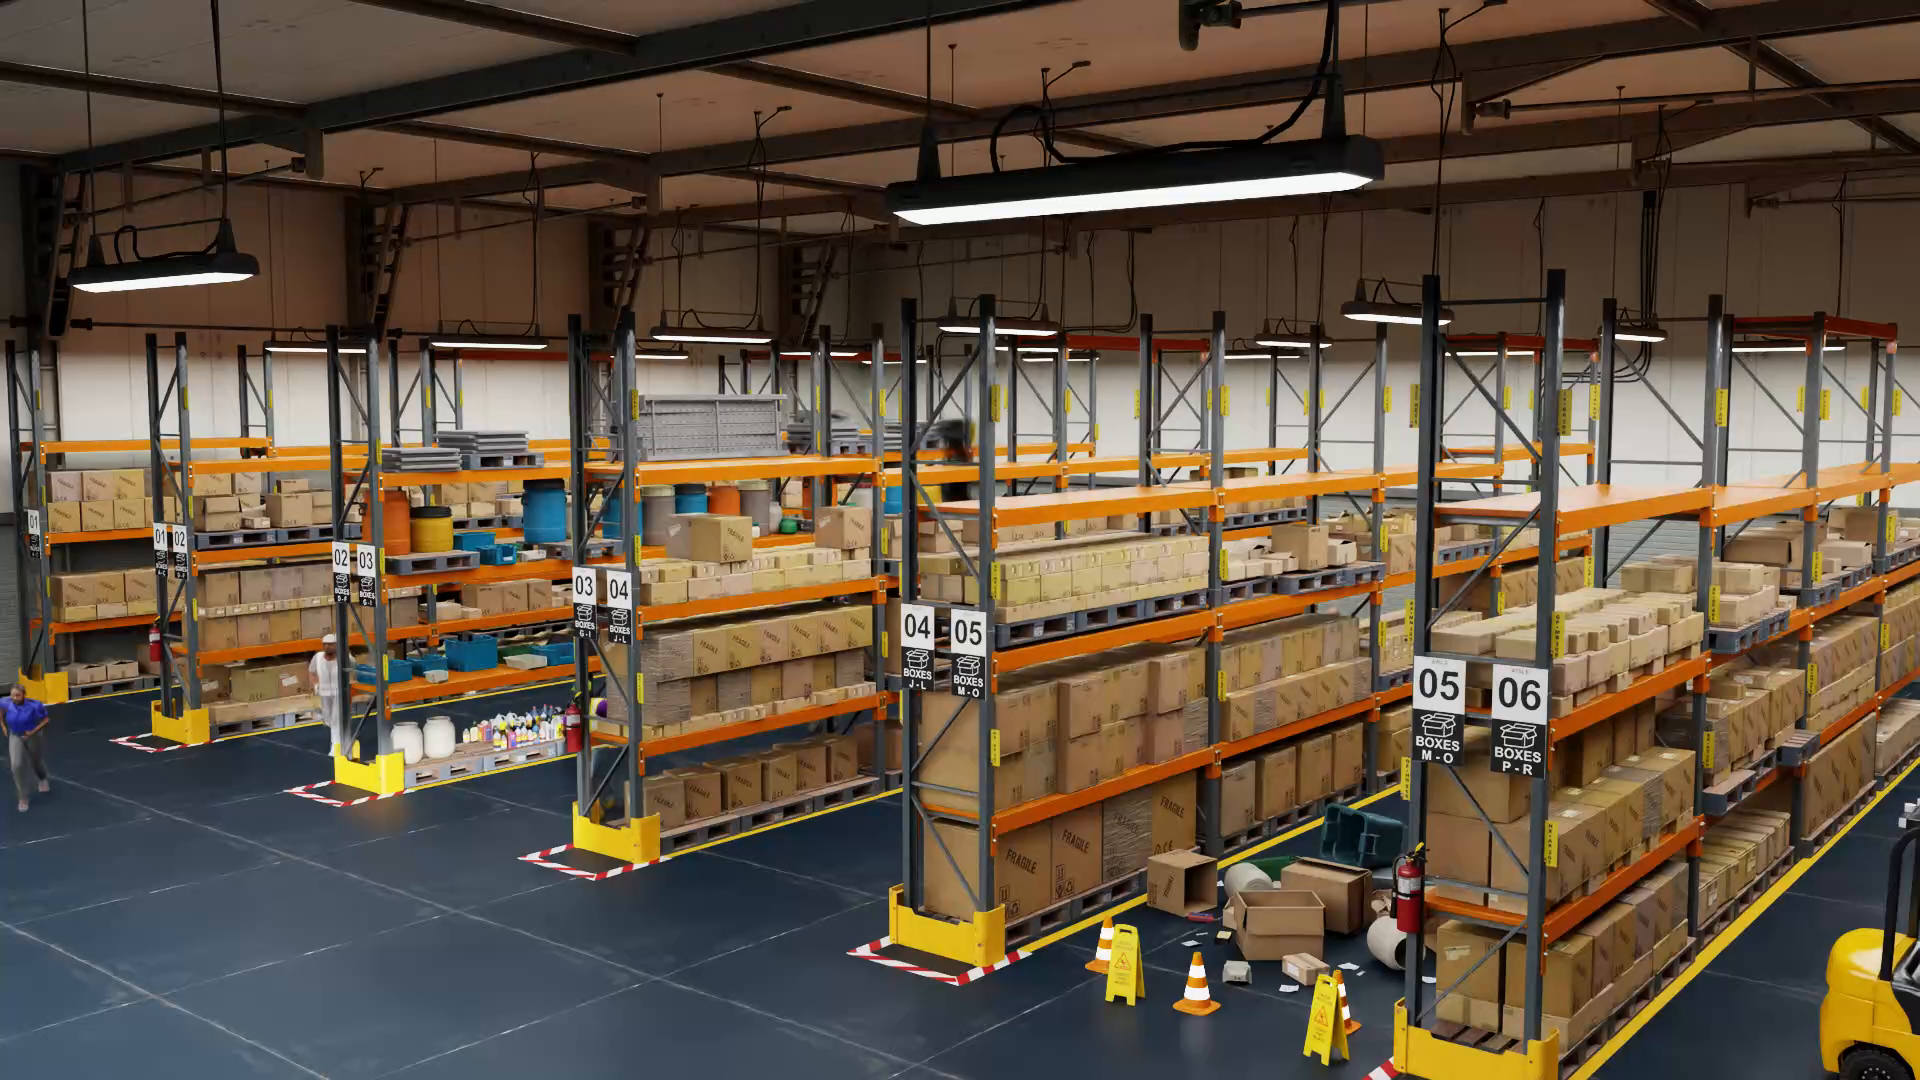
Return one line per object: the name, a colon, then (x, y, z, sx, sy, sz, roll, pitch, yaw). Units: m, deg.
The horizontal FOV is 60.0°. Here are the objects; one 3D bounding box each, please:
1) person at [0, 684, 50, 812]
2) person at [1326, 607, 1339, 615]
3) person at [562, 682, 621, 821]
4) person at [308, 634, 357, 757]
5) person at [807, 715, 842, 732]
person: (-11.676, 2.535, 20.833, 0.617, 1.616, 0.968, -1, 5, -12)
person: (5.850, 1.938, 26.126, 0.847, 1.780, 0.677, -5, 7, -43)
person: (-4.431, 2.501, 20.075, 0.656, 1.711, 0.958, 3, 6, 27)
person: (-8.896, 2.175, 23.693, 0.682, 1.736, 0.817, 0, 5, -2)
person: (-2.069, 2.084, 25.205, 0.611, 1.702, 0.715, 4, 6, 35)
